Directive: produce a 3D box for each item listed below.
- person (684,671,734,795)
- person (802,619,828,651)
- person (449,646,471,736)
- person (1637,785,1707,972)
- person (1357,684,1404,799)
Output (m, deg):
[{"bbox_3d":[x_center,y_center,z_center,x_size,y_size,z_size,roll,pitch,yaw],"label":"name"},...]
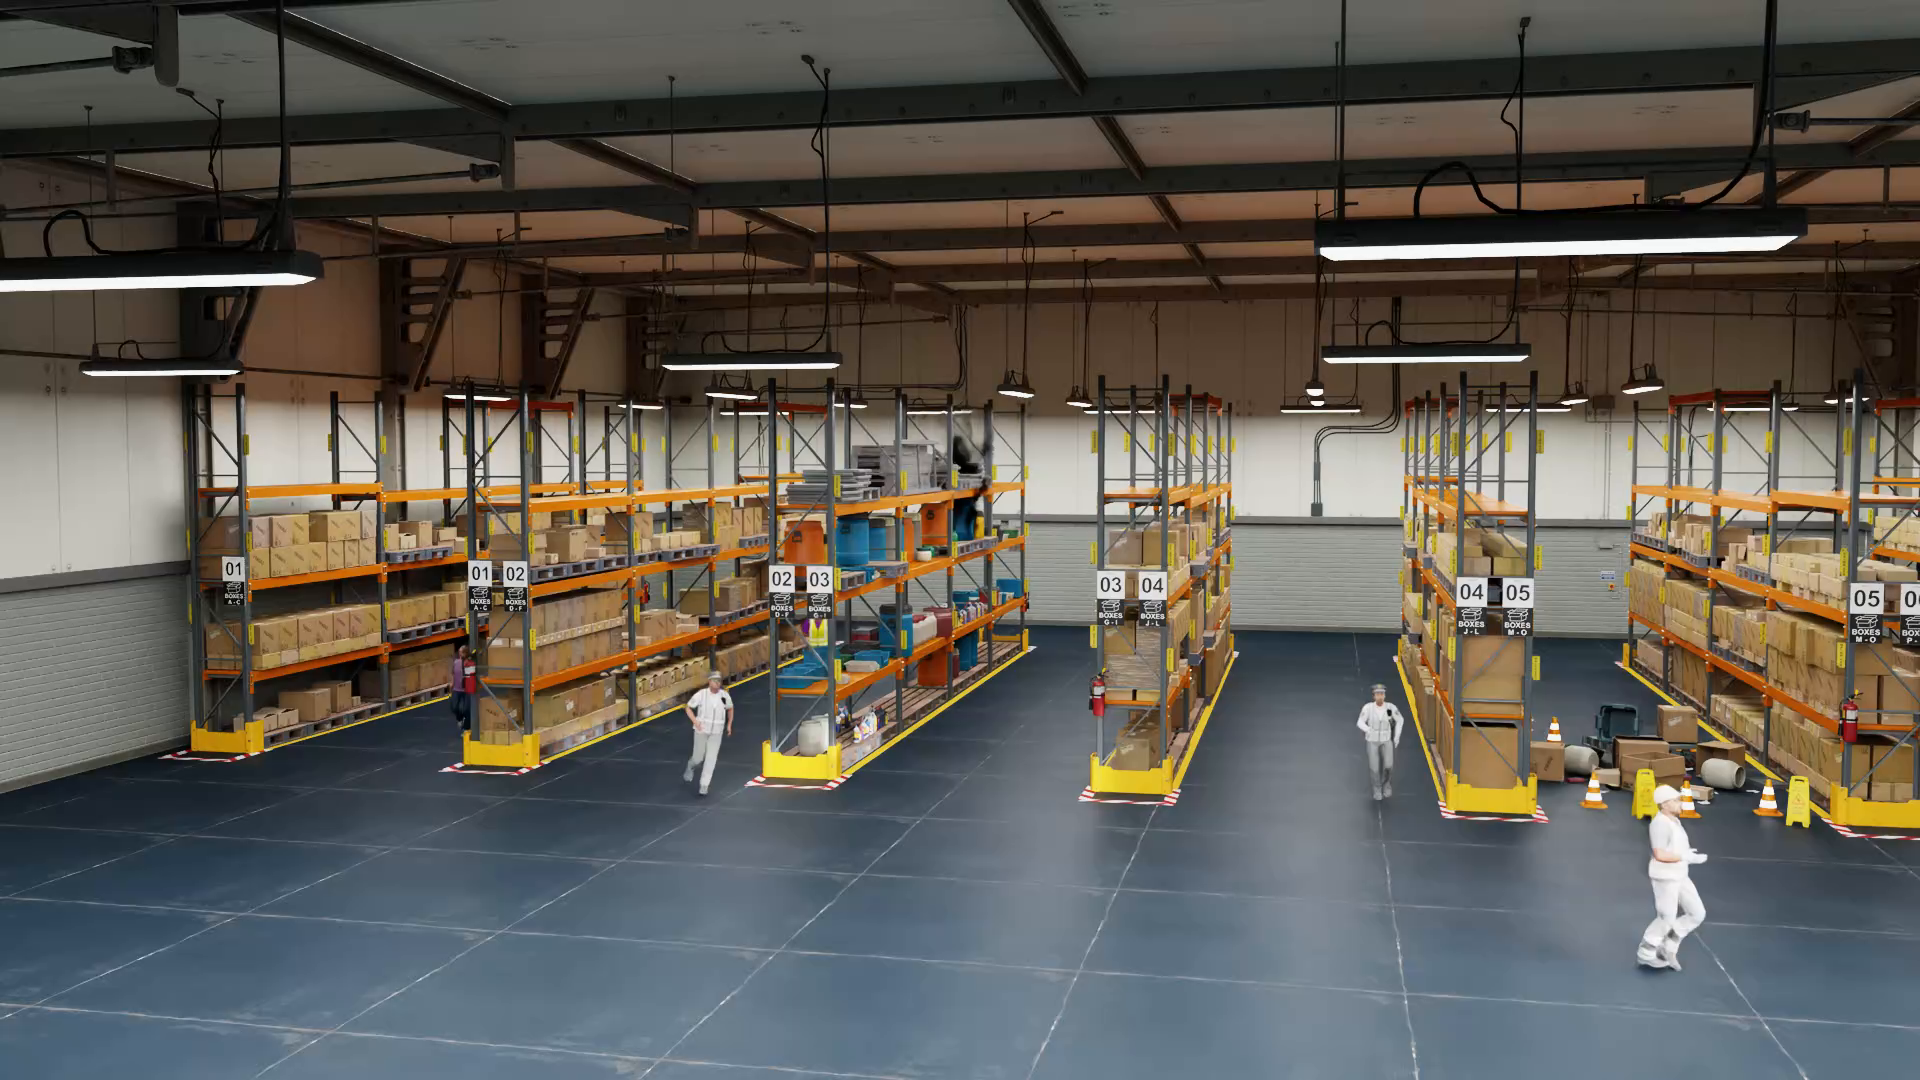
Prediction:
[{"bbox_3d":[-3.596,2.760,24.105,0.719,1.730,0.790,-1,3,-20],"label":"person"},{"bbox_3d":[-2.883,2.174,33.769,0.654,1.781,0.935,0,3,2],"label":"person"},{"bbox_3d":[-8.532,2.591,28.458,0.522,1.559,0.538,0,3,3],"label":"person"},{"bbox_3d":[6.763,3.214,15.719,0.645,1.786,0.634,3,4,41],"label":"person"},{"bbox_3d":[5.908,2.837,23.373,0.638,1.650,0.634,1,3,12],"label":"person"}]
